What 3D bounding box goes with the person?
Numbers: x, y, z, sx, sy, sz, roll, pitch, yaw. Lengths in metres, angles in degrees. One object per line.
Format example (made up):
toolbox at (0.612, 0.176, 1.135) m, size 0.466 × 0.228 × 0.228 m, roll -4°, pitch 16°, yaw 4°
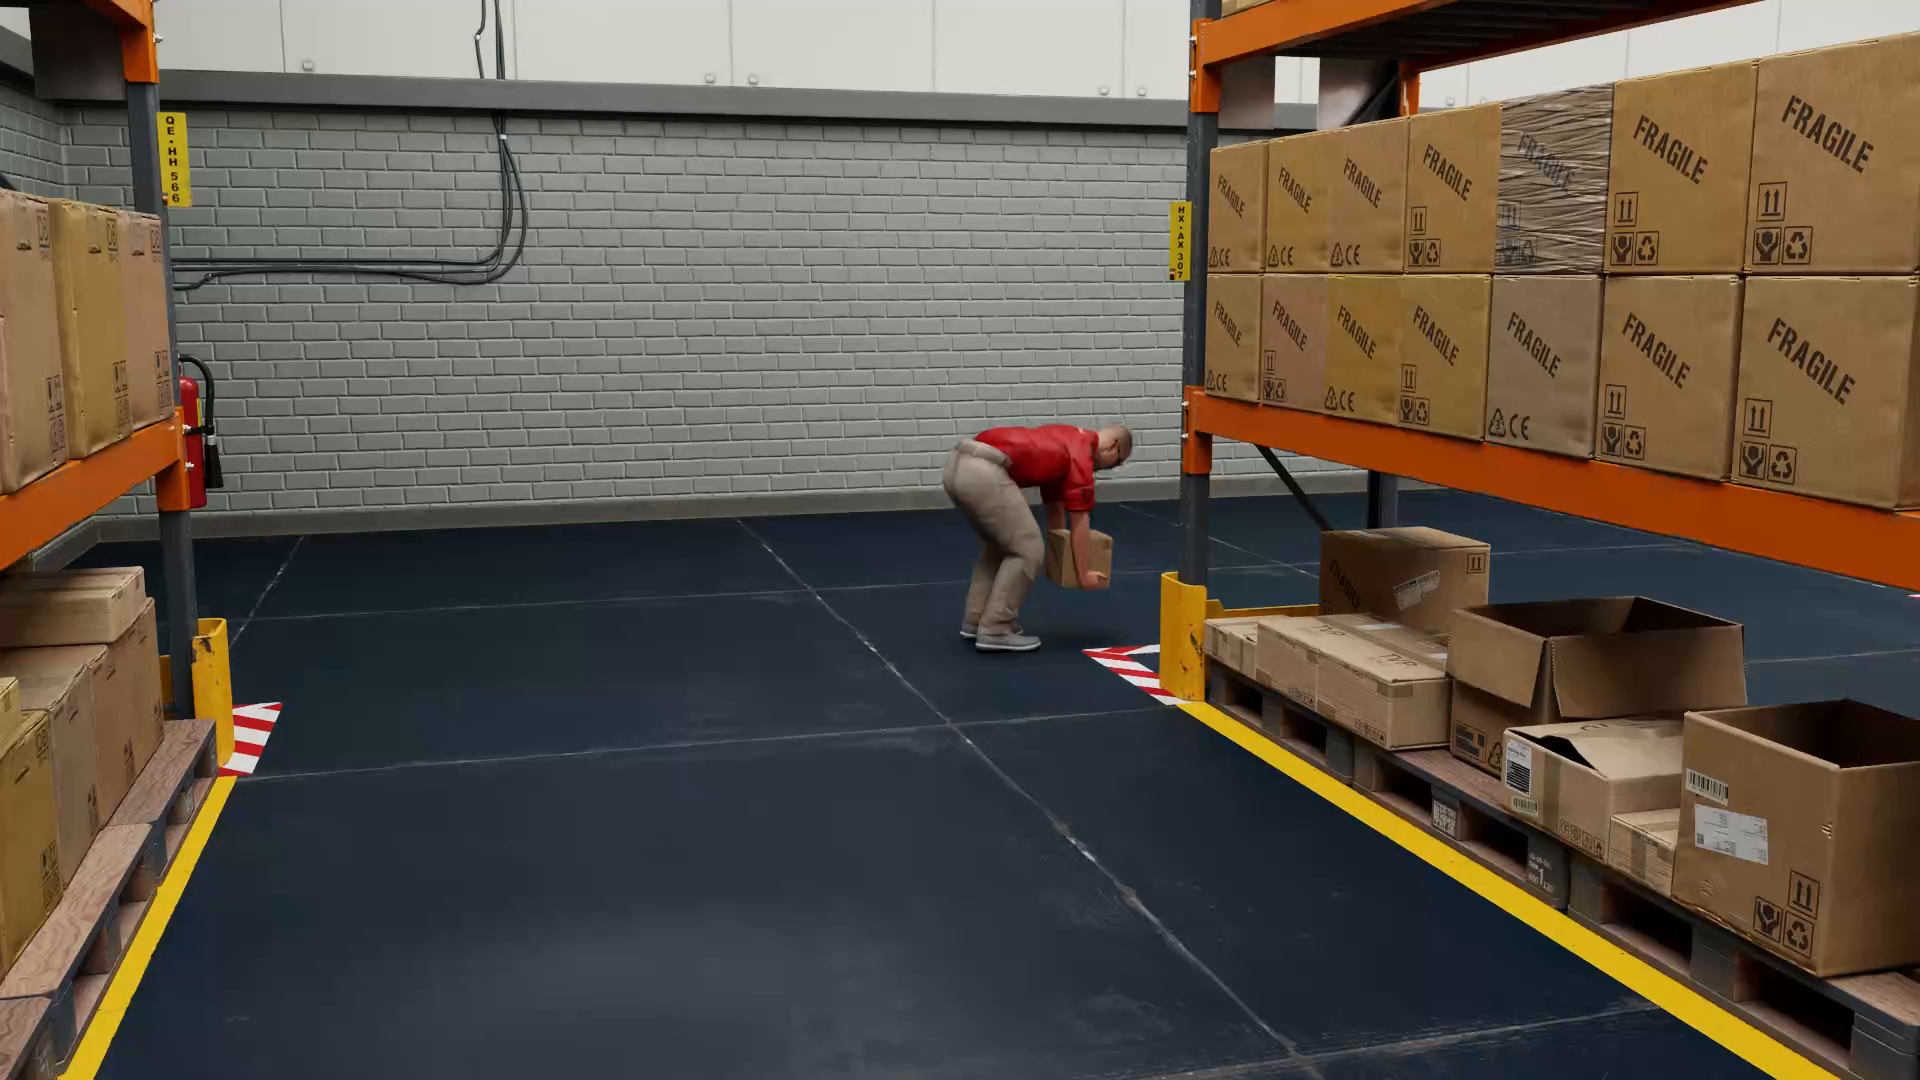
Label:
person at (0.398, -0.029, 8.156) m, size 0.959 × 1.078 × 0.498 m, roll -3°, pitch 10°, yaw -18°
